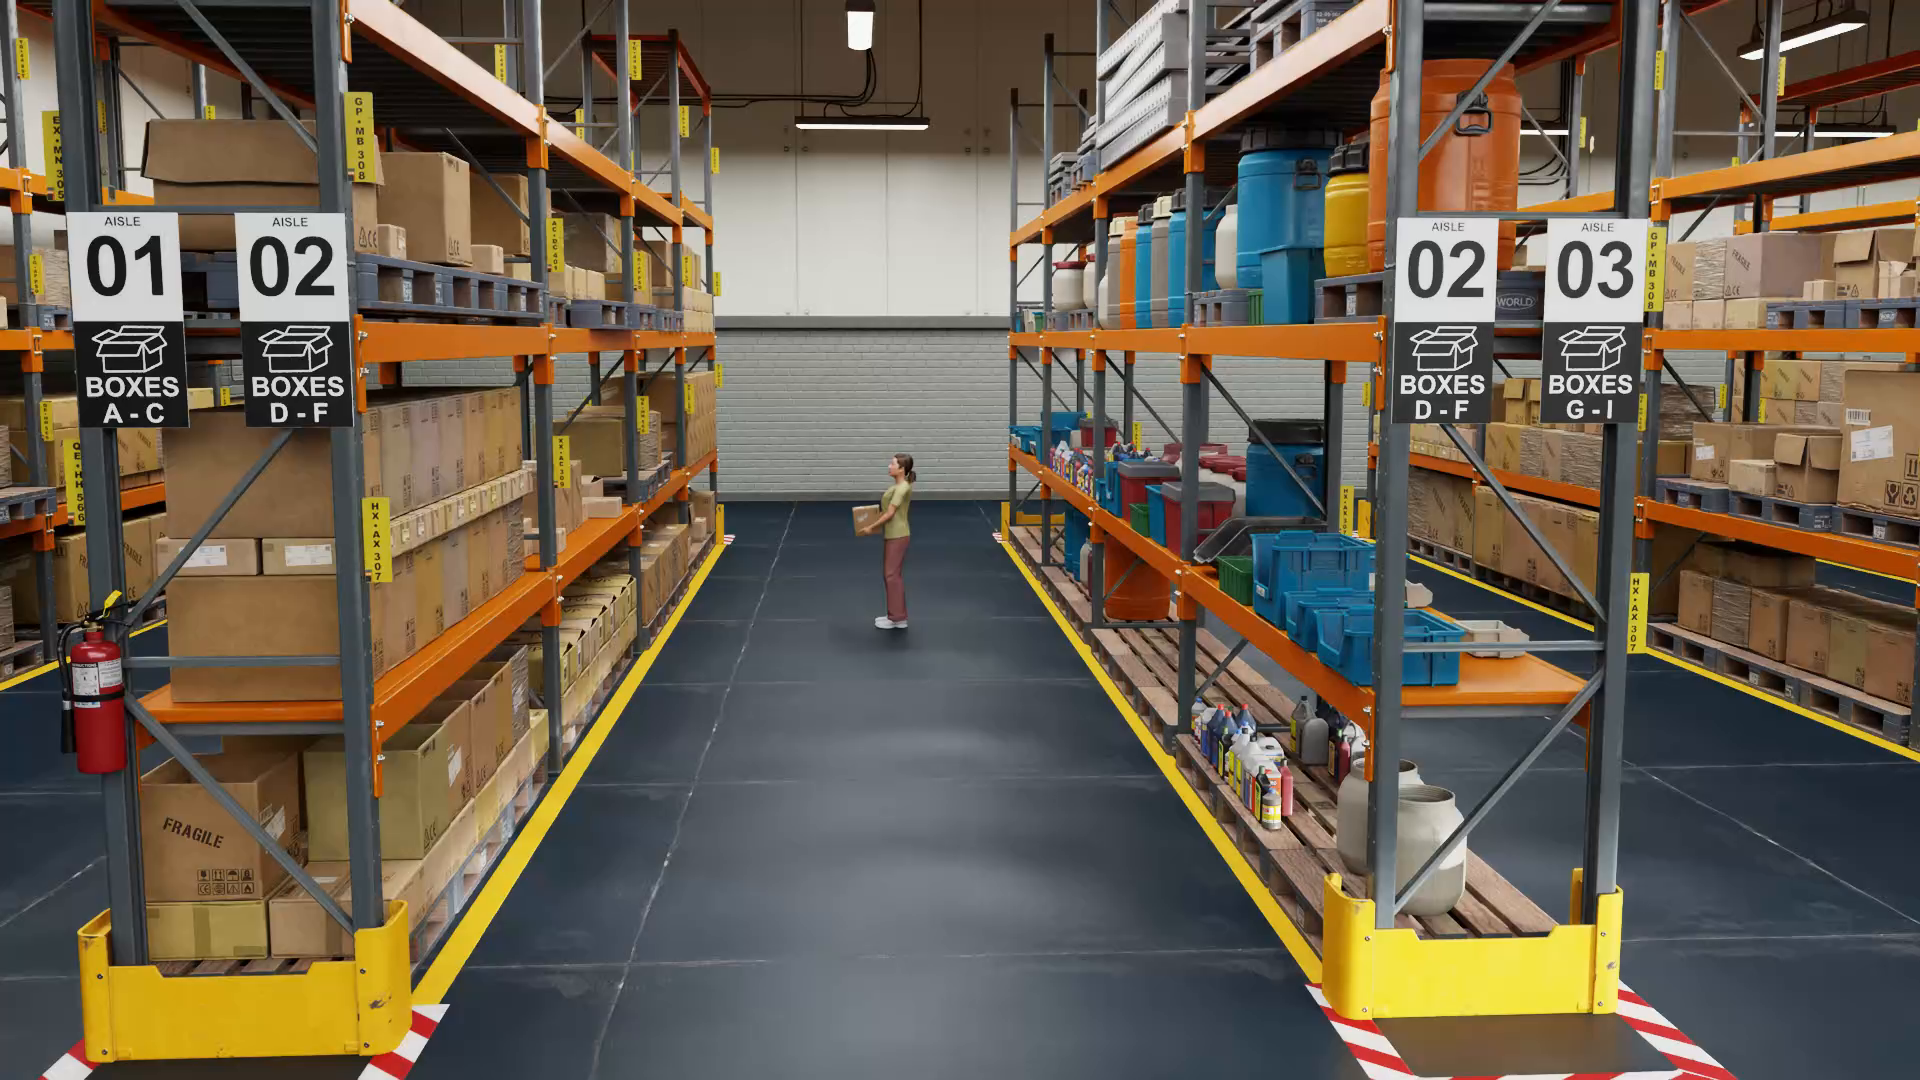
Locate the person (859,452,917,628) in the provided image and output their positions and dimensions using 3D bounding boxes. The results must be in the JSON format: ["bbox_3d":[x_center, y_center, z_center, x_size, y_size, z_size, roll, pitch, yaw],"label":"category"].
[{"bbox_3d":[-0.681,0.000,15.799,0.558,1.663,0.428,0,7,-4],"label":"person"}]
